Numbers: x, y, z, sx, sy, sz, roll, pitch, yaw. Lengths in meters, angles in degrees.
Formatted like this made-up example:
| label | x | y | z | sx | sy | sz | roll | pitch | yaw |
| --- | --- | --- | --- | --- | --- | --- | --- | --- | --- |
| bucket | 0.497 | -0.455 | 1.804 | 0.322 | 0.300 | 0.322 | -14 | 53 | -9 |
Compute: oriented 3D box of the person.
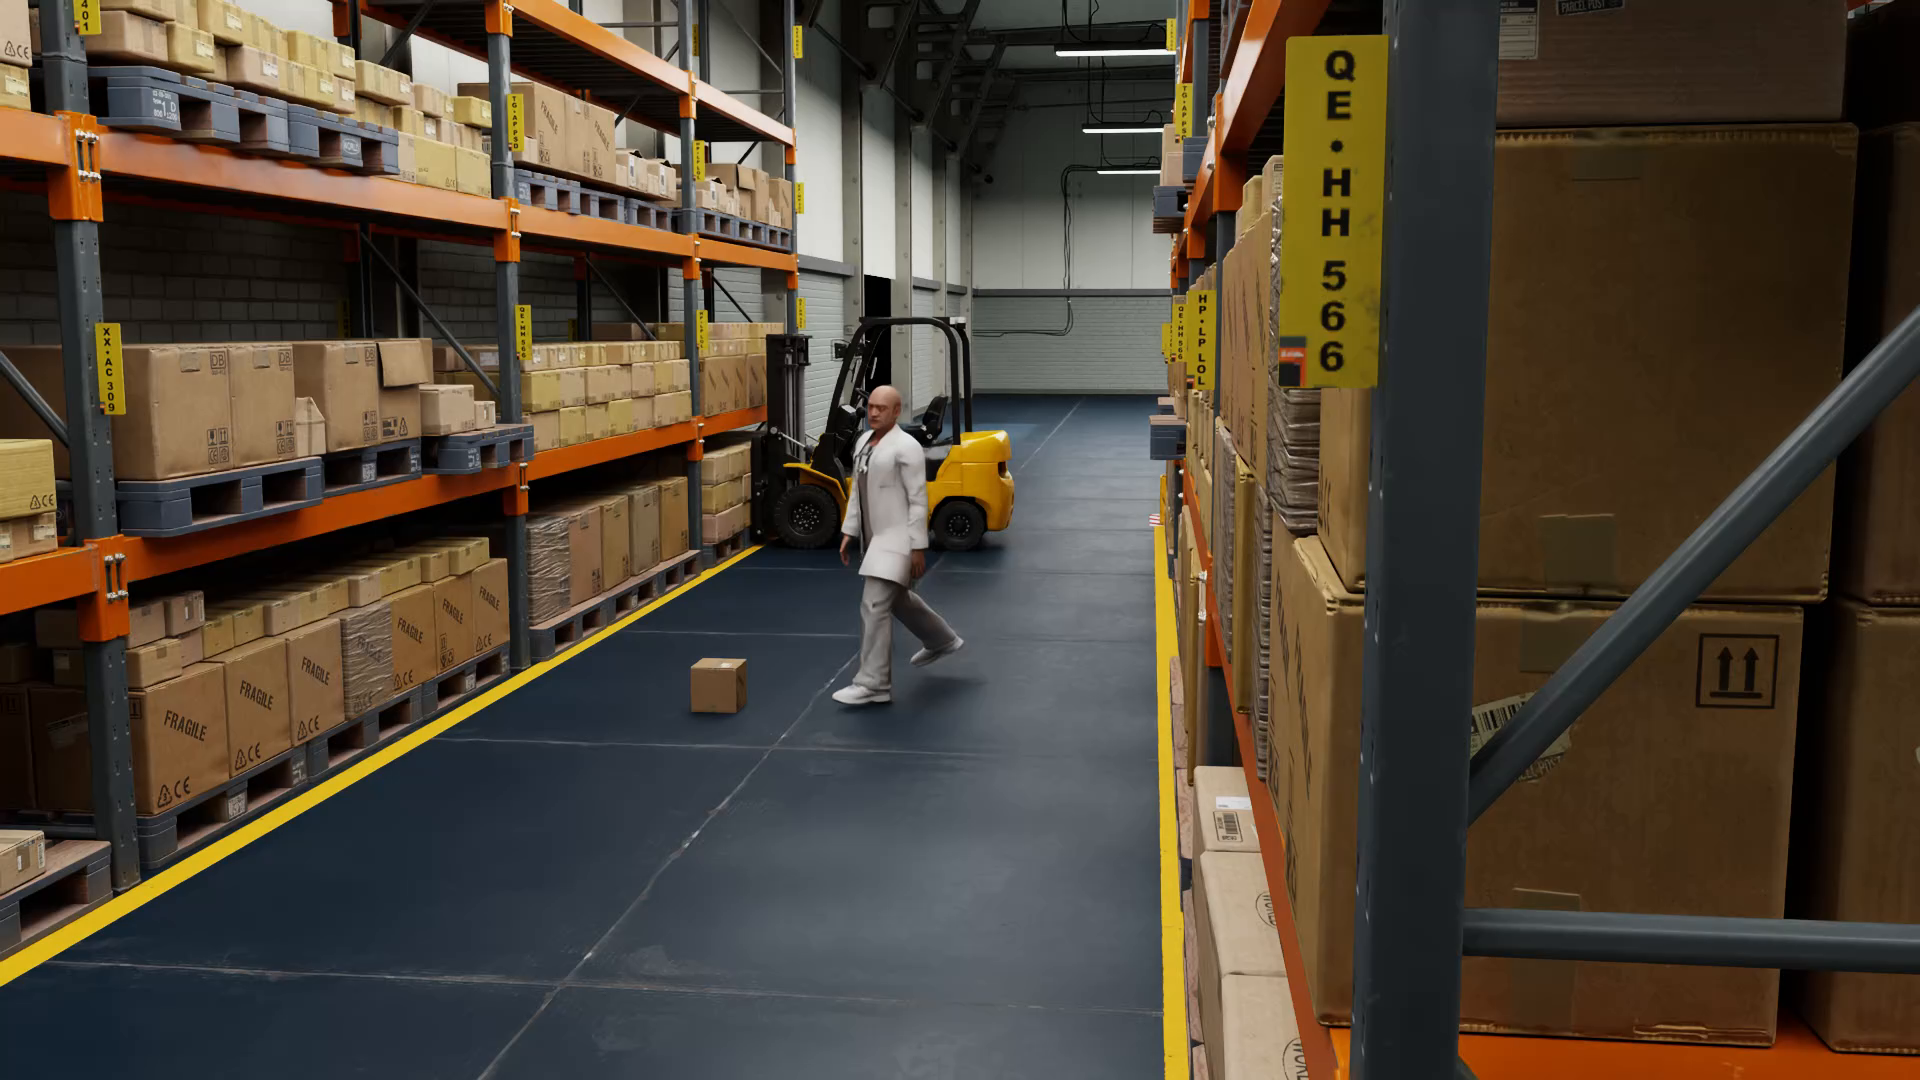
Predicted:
| label | x | y | z | sx | sy | sz | roll | pitch | yaw |
| --- | --- | --- | --- | --- | --- | --- | --- | --- | --- |
| person | -0.377 | 0.045 | 9.430 | 1.016 | 1.638 | 0.712 | -4 | 9 | -29 |
